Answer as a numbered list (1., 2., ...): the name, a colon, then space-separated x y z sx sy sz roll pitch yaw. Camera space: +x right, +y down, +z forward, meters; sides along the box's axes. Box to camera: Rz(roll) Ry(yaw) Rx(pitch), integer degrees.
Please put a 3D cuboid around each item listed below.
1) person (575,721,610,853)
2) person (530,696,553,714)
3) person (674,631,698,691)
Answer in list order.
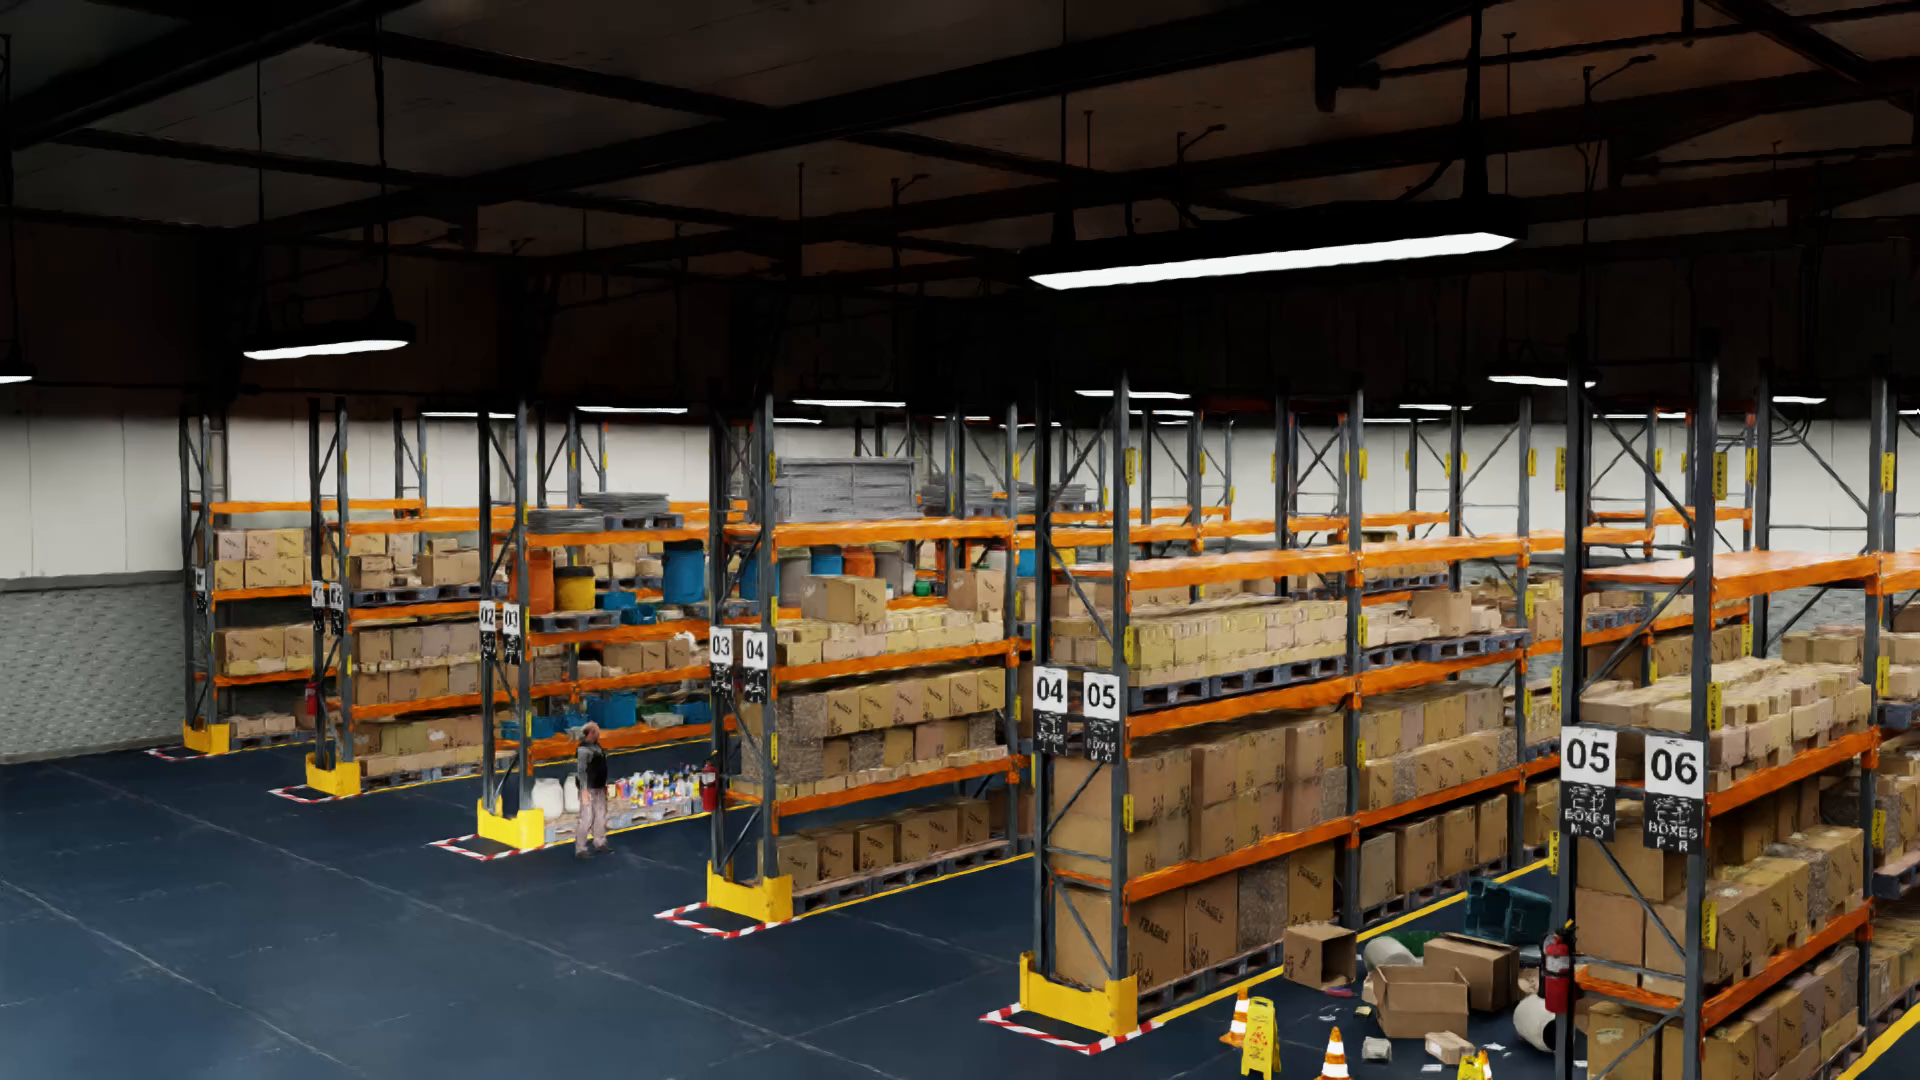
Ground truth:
1. person: -4.708 3.137 21.211 0.362 1.664 0.586 1 3 12
2. person: -7.591 2.888 29.823 0.478 1.385 1.083 3 4 41
3. person: -5.728 2.482 34.438 0.536 1.707 1.036 2 4 36
